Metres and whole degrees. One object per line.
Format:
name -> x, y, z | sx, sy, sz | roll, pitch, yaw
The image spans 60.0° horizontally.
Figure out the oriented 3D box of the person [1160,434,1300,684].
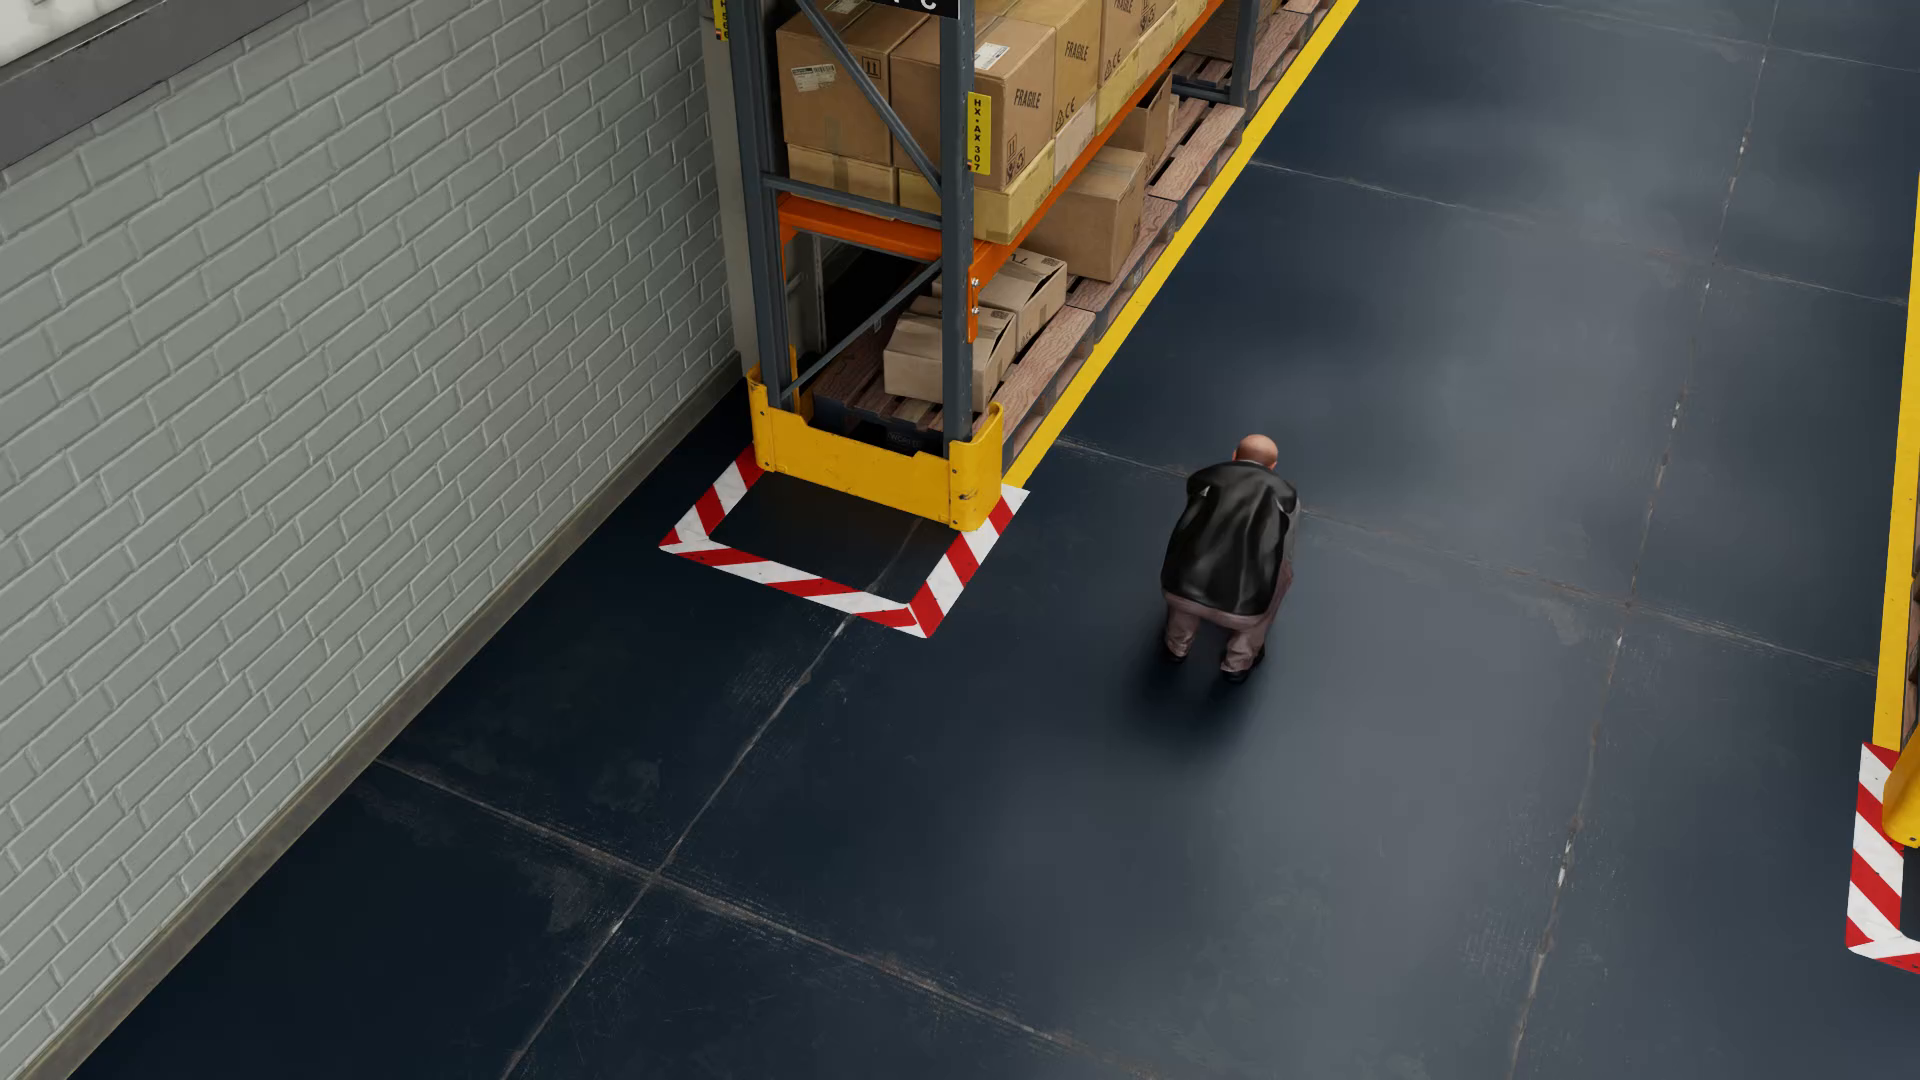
person -> 1.112, 0.082, 6.810 | 0.505, 0.794, 0.943 | 16, 44, 17
